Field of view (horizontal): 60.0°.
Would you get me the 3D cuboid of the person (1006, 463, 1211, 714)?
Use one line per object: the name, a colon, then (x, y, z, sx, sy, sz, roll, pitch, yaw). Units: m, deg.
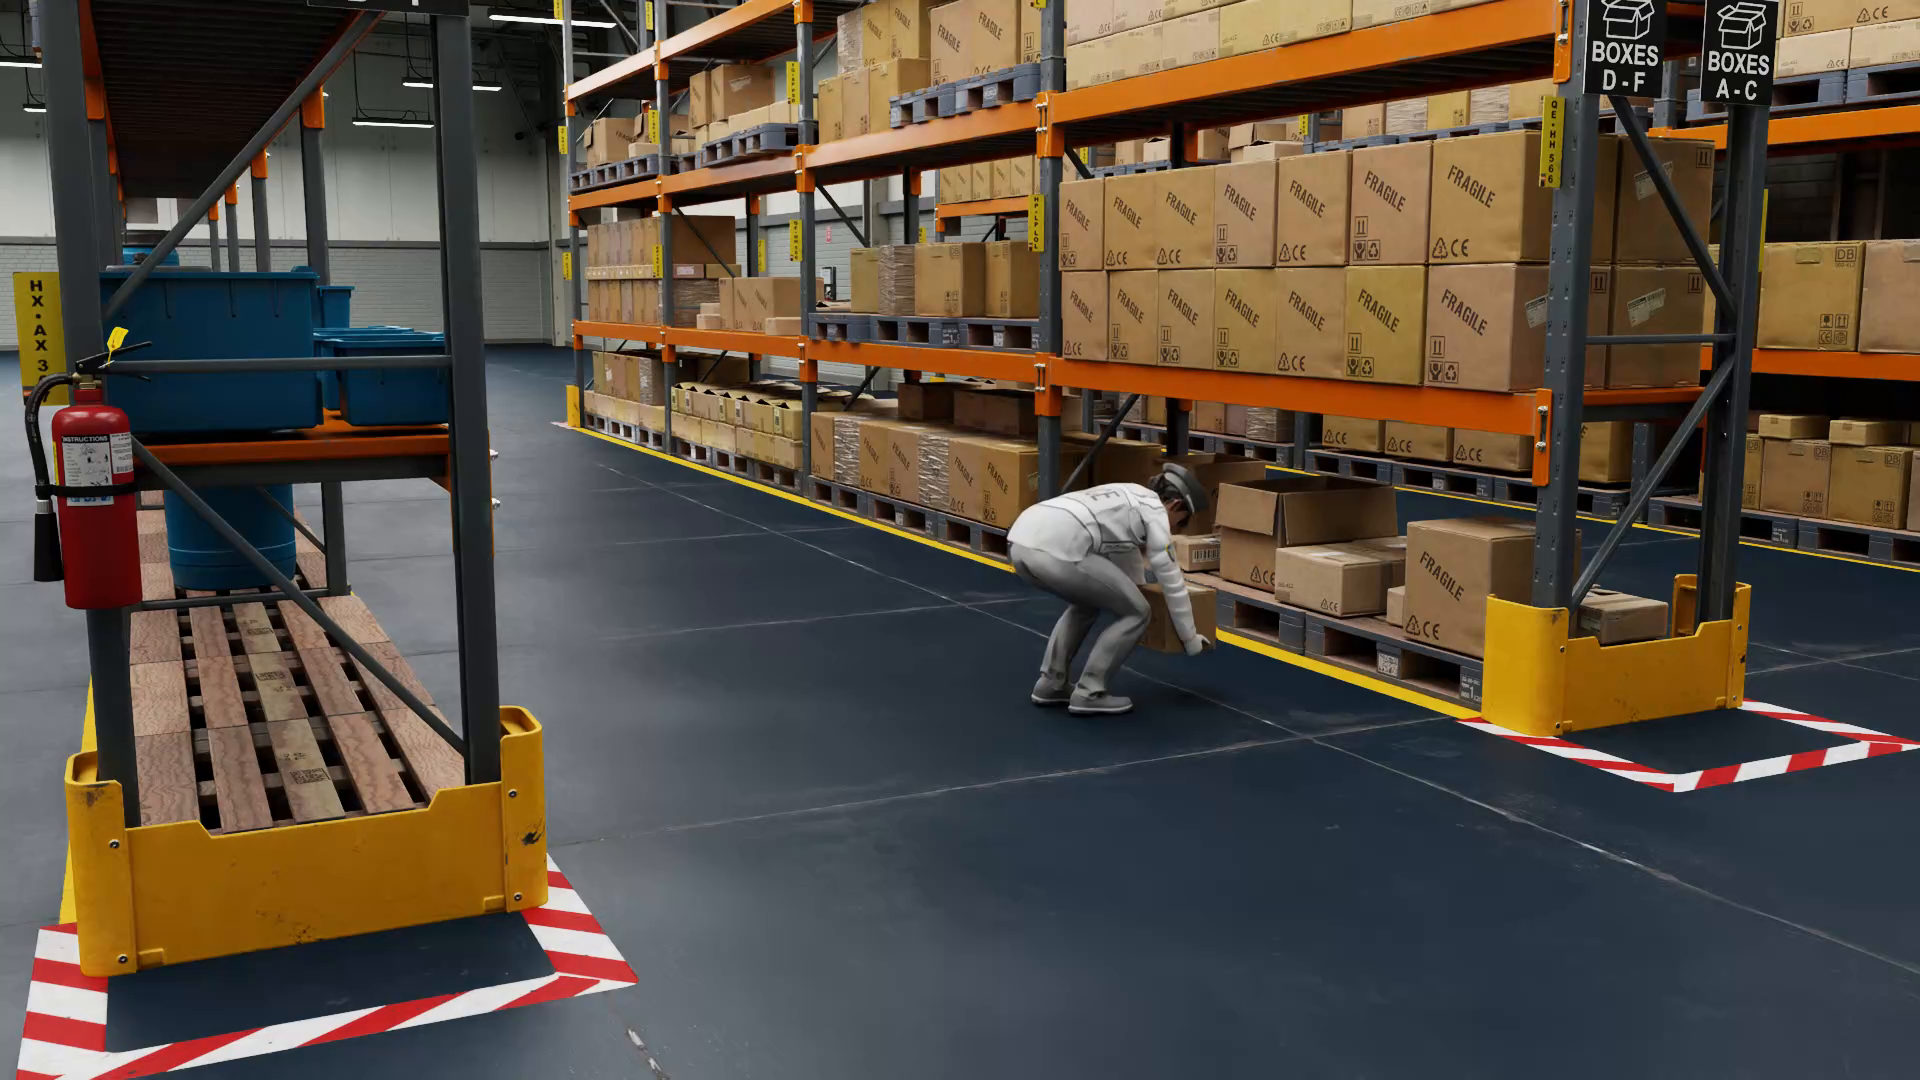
person: (0.625, 0.192, 6.838, 0.917, 0.991, 0.460, -5, 10, -28)
